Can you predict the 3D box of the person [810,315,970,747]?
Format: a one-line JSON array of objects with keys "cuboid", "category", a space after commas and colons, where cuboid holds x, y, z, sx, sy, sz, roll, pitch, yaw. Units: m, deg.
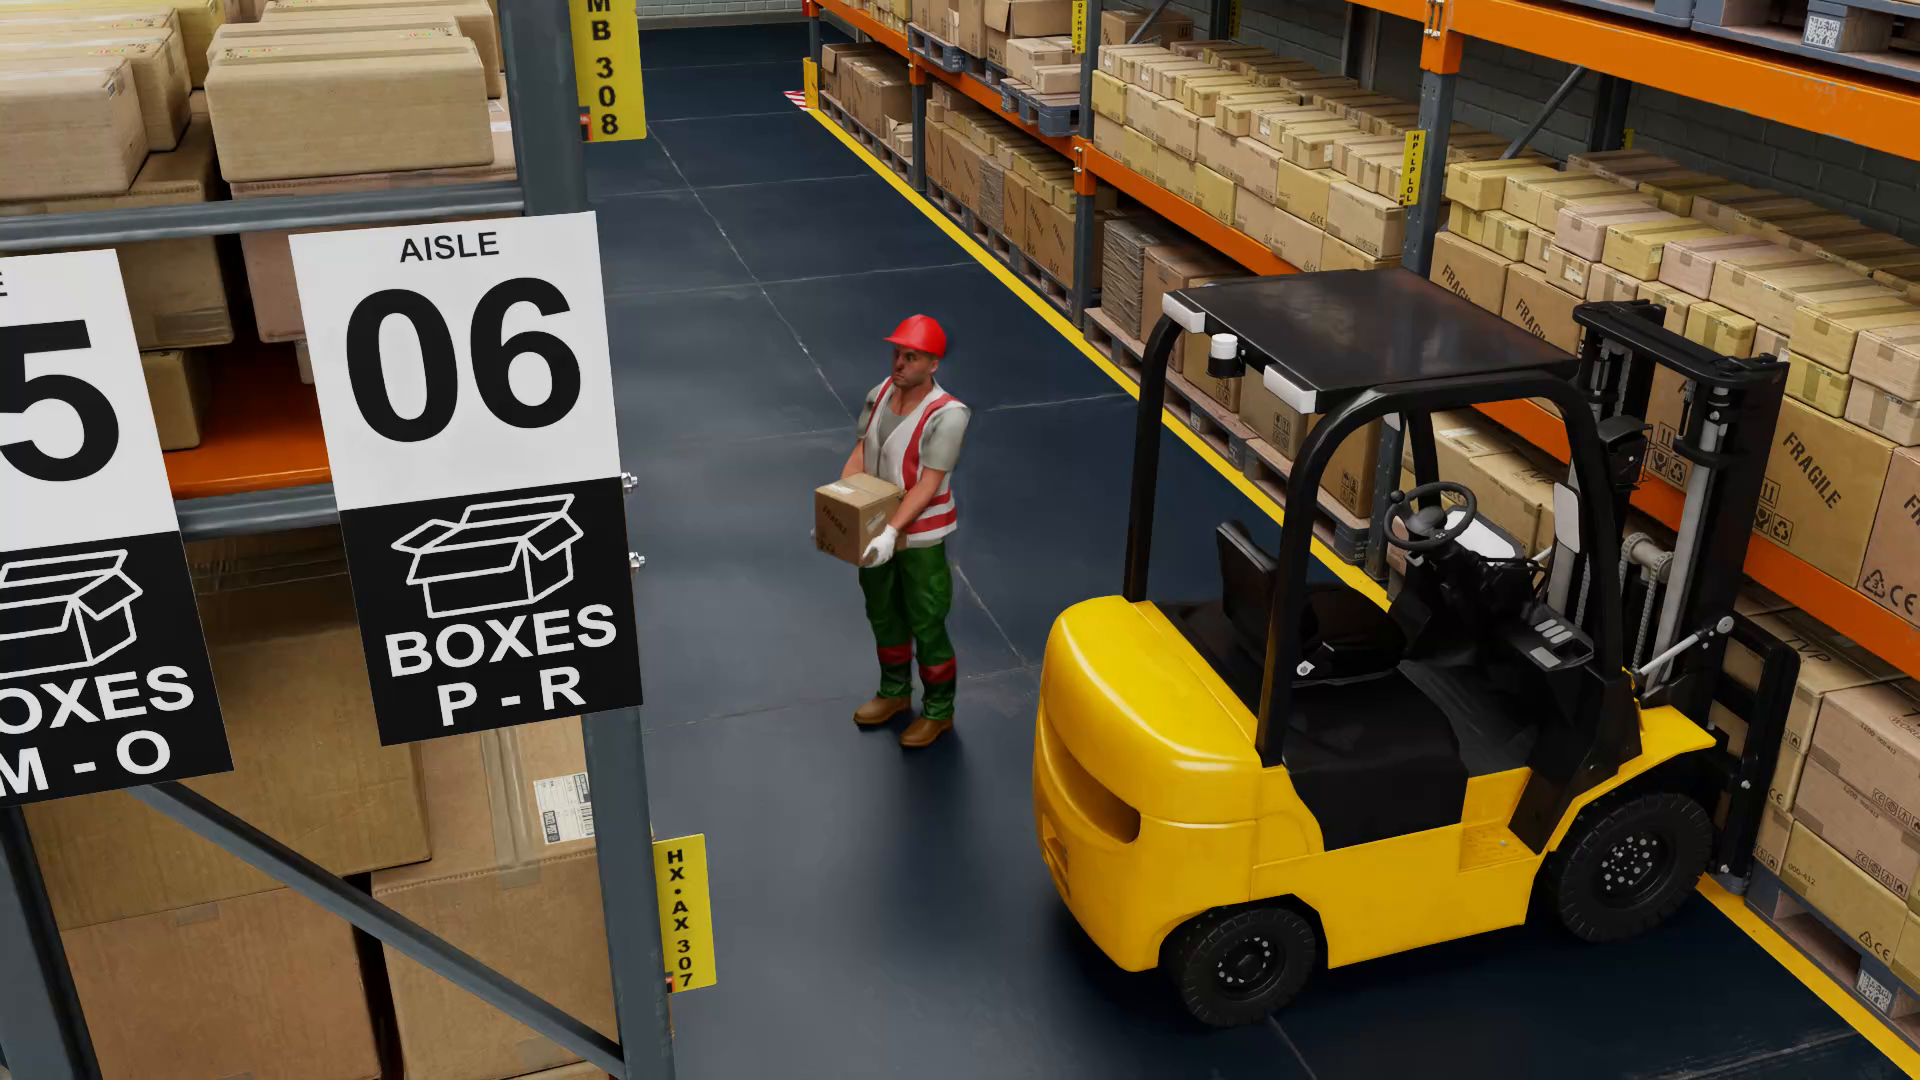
[{"cuboid": [-0.276, 0.004, 6.579, 0.502, 1.788, 0.560, 23, 34, 39], "category": "person"}]
